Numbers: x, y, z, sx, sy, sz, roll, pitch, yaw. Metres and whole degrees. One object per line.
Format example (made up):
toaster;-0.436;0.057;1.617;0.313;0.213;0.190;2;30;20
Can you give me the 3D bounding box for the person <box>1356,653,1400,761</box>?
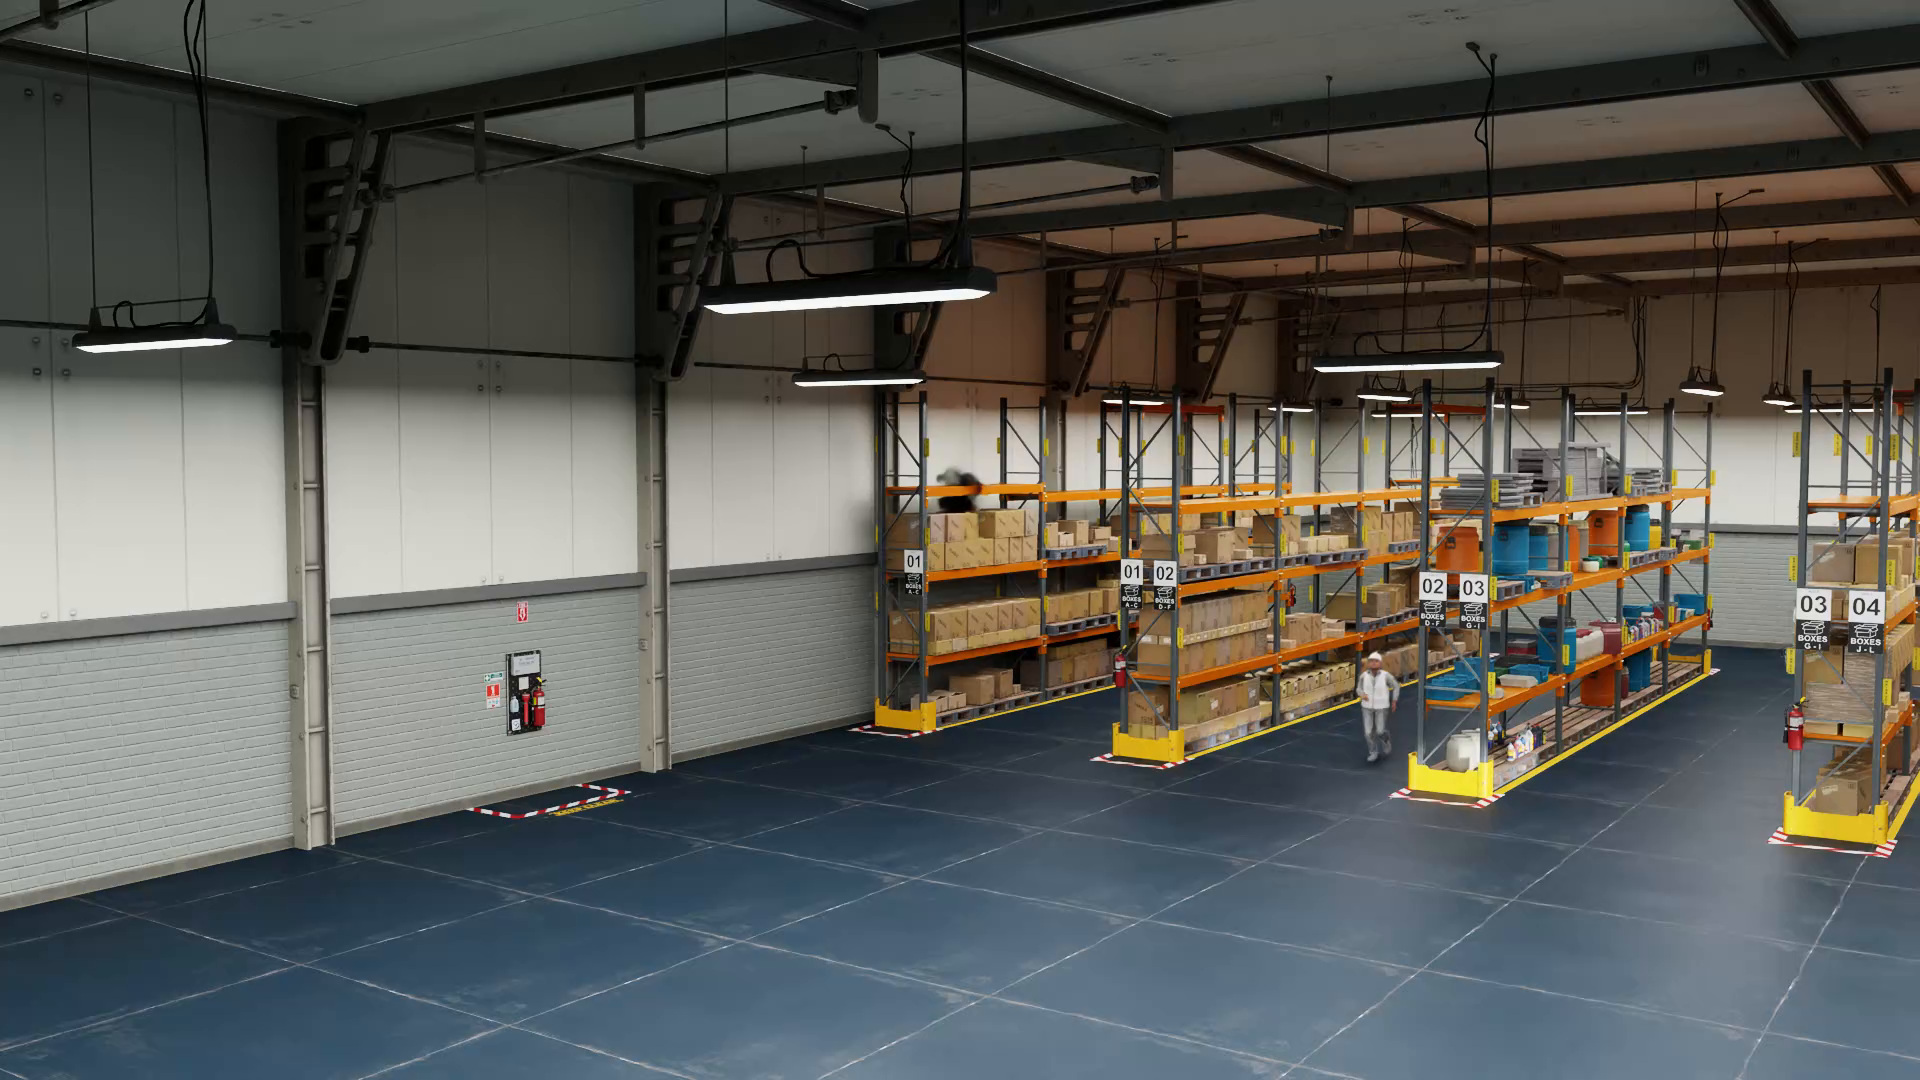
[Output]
person;6.638;2.675;26.537;0.669;1.735;0.591;1;3;25
